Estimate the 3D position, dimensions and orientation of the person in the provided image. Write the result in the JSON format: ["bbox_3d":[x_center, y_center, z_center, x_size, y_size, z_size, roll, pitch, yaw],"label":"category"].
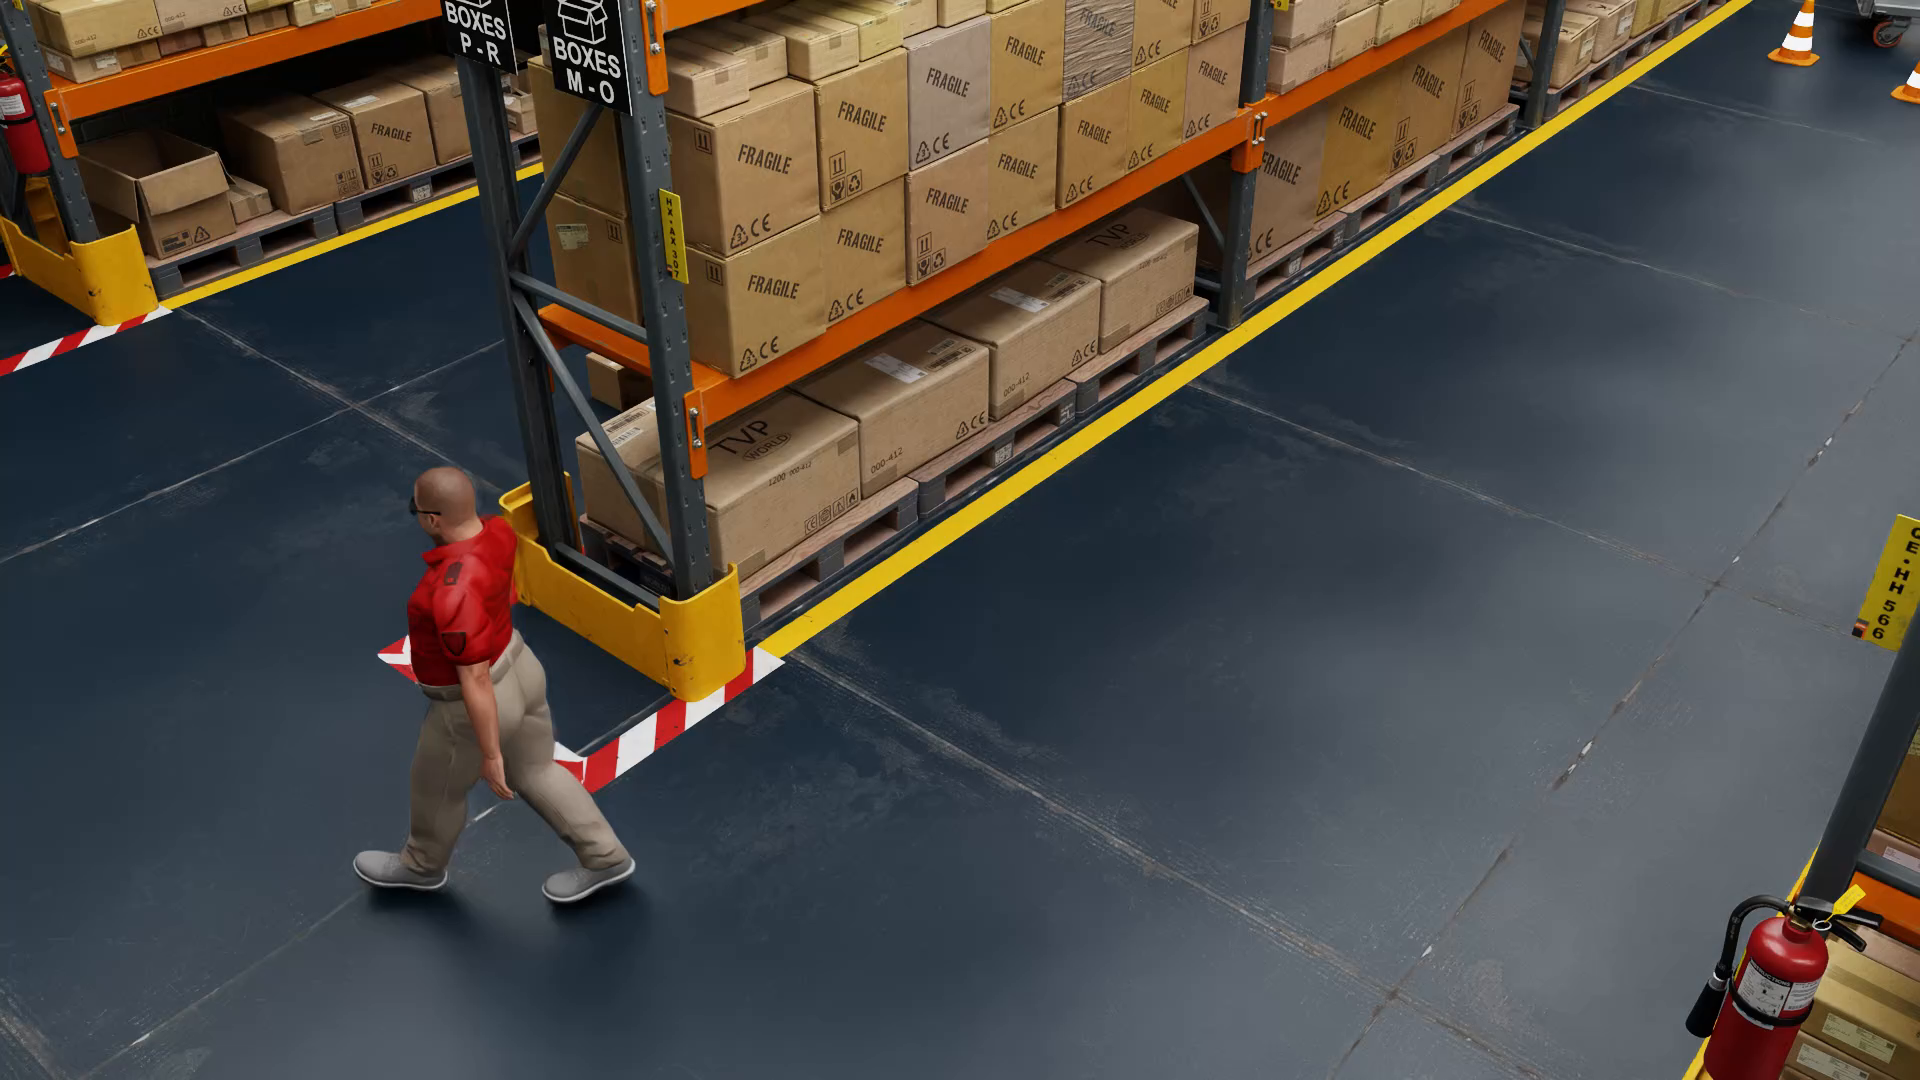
[{"bbox_3d":[-1.633,0.505,5.429,0.984,1.668,0.623,6,35,8],"label":"person"}]
